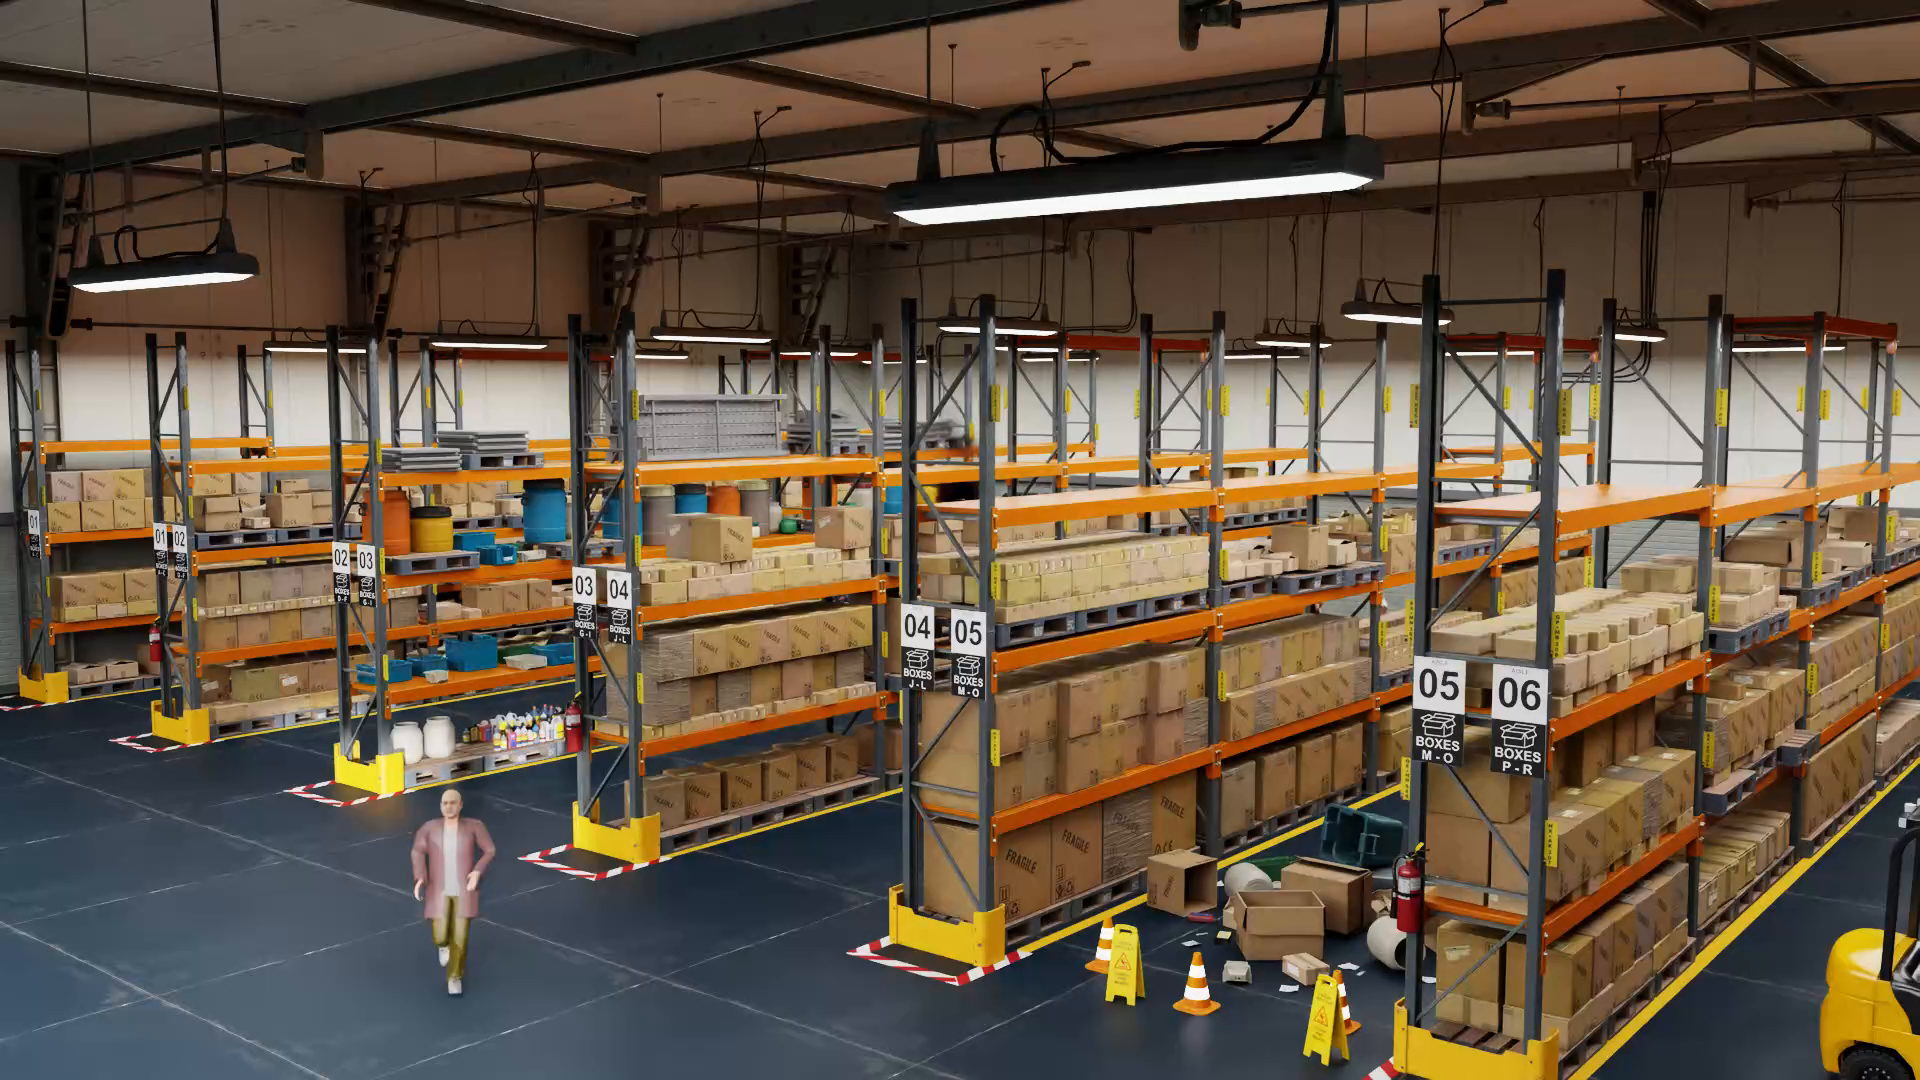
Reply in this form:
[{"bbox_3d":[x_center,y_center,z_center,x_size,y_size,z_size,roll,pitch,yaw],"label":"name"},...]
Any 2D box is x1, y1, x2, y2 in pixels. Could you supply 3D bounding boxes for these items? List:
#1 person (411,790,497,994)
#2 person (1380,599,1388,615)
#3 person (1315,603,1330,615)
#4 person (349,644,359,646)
[{"bbox_3d":[-4.388,3.016,14.419,0.726,1.726,0.631,-1,5,-11],"label":"person"},{"bbox_3d":[6.740,1.836,26.735,0.653,1.783,0.987,5,7,42],"label":"person"},{"bbox_3d":[6.021,1.837,28.069,0.549,1.689,0.778,4,7,41],"label":"person"},{"bbox_3d":[-10.485,1.787,28.701,0.503,1.617,0.682,3,6,31],"label":"person"}]
